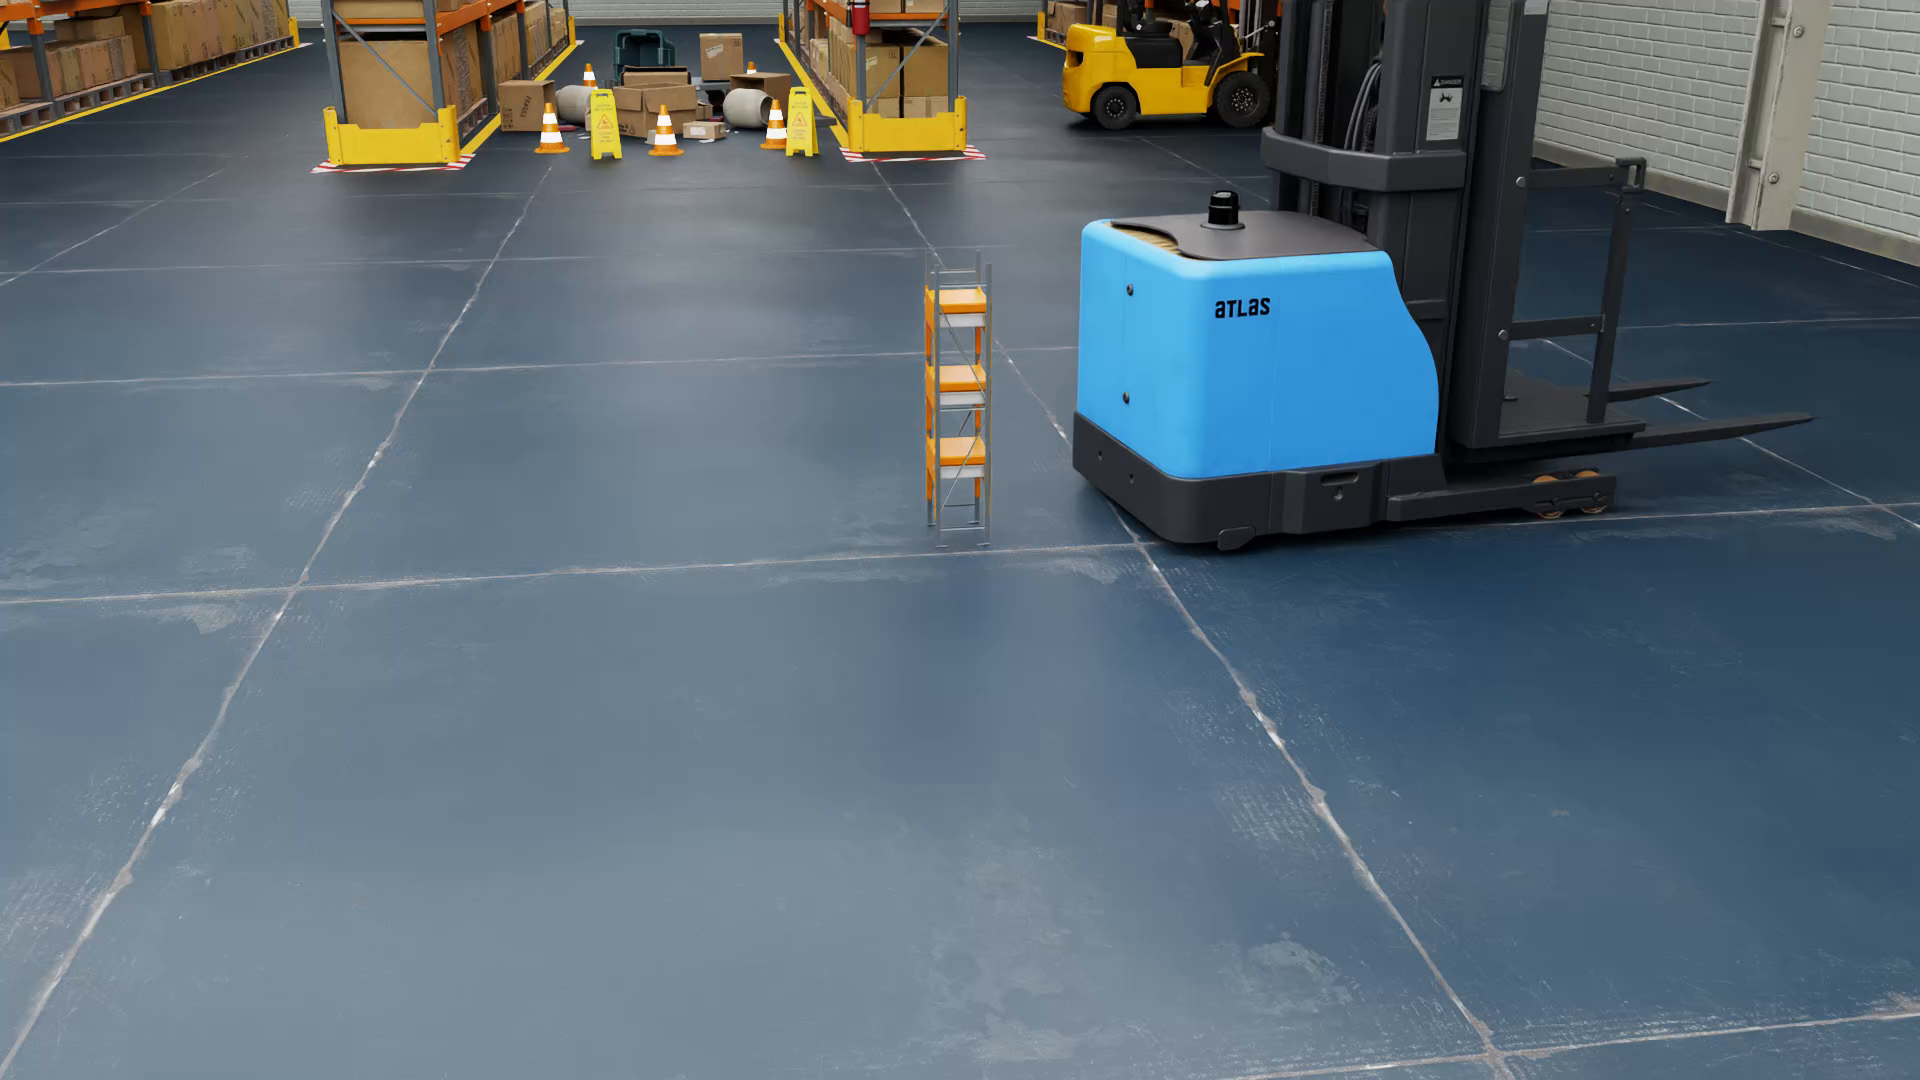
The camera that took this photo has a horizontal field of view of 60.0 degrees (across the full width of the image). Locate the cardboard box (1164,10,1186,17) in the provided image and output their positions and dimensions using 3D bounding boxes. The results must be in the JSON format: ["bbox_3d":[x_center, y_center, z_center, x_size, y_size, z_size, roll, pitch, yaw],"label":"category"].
[{"bbox_3d":[3.343,-8.050,25.527,0.380,0.149,0.250,-3,21,-7],"label":"cardboard box"}]

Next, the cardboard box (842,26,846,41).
[{"bbox_3d":[-1.047,-5.366,17.627,0.380,0.149,0.250,-3,21,-7],"label":"cardboard box"}]

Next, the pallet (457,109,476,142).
[{"bbox_3d":[-5.770,-4.430,17.777,1.003,0.211,1.213,-3,21,-8],"label":"pallet"}]

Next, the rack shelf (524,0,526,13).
[{"bbox_3d":[-6.847,-8.168,24.825,1.077,0.370,4.000,-3,21,-8],"label":"rack shelf"}]

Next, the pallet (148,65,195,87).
[{"bbox_3d":[-11.520,-6.567,23.498,1.003,0.211,1.213,-3,21,-8],"label":"pallet"}]

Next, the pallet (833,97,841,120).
[{"bbox_3d":[-0.966,-5.175,19.770,1.003,0.211,1.213,-3,21,-8],"label":"pallet"}]

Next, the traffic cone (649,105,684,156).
[{"bbox_3d":[-2.909,-4.049,16.395,0.336,0.463,0.334,-3,21,-8],"label":"traffic cone"}]

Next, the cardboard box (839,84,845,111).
[{"bbox_3d":[-1.052,-4.863,18.278,0.500,0.250,0.500,-4,21,-10],"label":"cardboard box"}]

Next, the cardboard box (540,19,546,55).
[{"bbox_3d":[-6.705,-7.802,25.790,0.500,0.500,0.500,-3,21,-9],"label":"cardboard box"}]

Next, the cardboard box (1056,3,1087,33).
[{"bbox_3d":[2.163,-9.630,30.684,0.700,0.500,0.500,-2,21,-6],"label":"cardboard box"}]

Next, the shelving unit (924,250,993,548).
[{"bbox_3d":[-0.008,-0.510,6.082,0.215,1.050,0.252,-3,21,-8],"label":"shelving unit"}]

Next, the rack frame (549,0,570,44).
[{"bbox_3d":[-7.712,-10.582,30.262,1.000,3.000,0.127,-3,21,-8],"label":"rack frame"}]

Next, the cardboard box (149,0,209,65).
[{"bbox_3d":[-11.681,-7.347,24.038,1.225,0.875,0.875,-3,21,-8],"label":"cardboard box"}]

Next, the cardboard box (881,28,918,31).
[{"bbox_3d":[-0.747,-5.781,19.664,0.500,0.500,0.500,-3,21,-9],"label":"cardboard box"}]

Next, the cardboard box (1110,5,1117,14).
[{"bbox_3d":[2.666,-8.651,27.136,0.380,0.149,0.250,-3,21,-9],"label":"cardboard box"}]

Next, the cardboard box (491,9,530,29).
[{"bbox_3d":[-6.418,-7.440,23.750,0.500,0.250,0.500,-4,21,-10],"label":"cardboard box"}]

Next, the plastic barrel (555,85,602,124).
[{"bbox_3d":[-4.300,-4.905,18.744,0.512,0.421,0.421,12,24,30],"label":"plastic barrel"}]

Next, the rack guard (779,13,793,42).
[{"bbox_3d":[-2.831,-9.704,31.483,1.175,0.500,0.348,-3,21,-8],"label":"rack guard"}]

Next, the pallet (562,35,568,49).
[{"bbox_3d":[-7.619,-8.966,29.921,1.003,0.211,1.213,-3,21,-8],"label":"pallet"}]

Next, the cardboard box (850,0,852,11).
[{"bbox_3d":[-0.933,-5.410,16.773,0.380,0.149,0.250,-3,21,-8],"label":"cardboard box"}]

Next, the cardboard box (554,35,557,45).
[{"bbox_3d":[-6.908,-8.293,27.606,0.380,0.149,0.250,-2,21,-6],"label":"cardboard box"}]

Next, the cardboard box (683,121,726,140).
[{"bbox_3d":[-2.709,-4.343,17.632,0.380,0.149,0.250,8,22,20],"label":"cardboard box"}]

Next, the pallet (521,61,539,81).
[{"bbox_3d":[-6.670,-6.777,24.058,1.003,0.211,1.213,-3,21,-8],"label":"pallet"}]

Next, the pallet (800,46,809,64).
[{"bbox_3d":[-2.065,-7.912,27.098,1.003,0.211,1.213,-3,21,-8],"label":"pallet"}]

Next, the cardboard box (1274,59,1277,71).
[{"bbox_3d":[3.785,-5.399,19.001,0.500,0.250,0.500,-3,21,-8],"label":"cardboard box"}]

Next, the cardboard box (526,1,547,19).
[{"bbox_3d":[-6.777,-8.329,26.130,0.500,0.250,0.500,-3,21,-9],"label":"cardboard box"}]

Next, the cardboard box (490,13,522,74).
[{"bbox_3d":[-6.560,-6.740,22.589,1.050,0.750,0.750,-3,21,-8],"label":"cardboard box"}]

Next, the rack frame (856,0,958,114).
[{"bbox_3d":[-0.521,-5.327,16.192,1.000,3.000,0.127,-3,21,-8],"label":"rack frame"}]

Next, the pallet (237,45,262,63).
[{"bbox_3d":[-12.090,-7.943,27.181,1.003,0.211,1.213,-3,21,-8],"label":"pallet"}]

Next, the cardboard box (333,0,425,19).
[{"bbox_3d":[-5.503,-5.239,15.741,0.875,0.550,0.550,-3,21,-8],"label":"cardboard box"}]

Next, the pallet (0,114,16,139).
[{"bbox_3d":[-10.594,-4.252,17.298,1.003,0.211,1.213,-3,21,-8],"label":"pallet"}]

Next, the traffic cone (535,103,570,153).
[{"bbox_3d":[-4.077,-4.109,16.557,0.336,0.463,0.334,-3,21,-8],"label":"traffic cone"}]

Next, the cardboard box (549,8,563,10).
[{"bbox_3d":[-7.385,-9.551,30.126,0.380,0.149,0.250,-3,21,-7],"label":"cardboard box"}]

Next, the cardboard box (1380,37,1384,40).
[{"bbox_3d":[4.432,-5.304,18.032,0.500,0.250,0.500,-3,21,-8],"label":"cardboard box"}]

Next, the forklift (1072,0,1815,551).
[{"bbox_3d":[2.035,-1.622,6.369,3.031,2.935,1.130,-7,21,-17],"label":"forklift"}]

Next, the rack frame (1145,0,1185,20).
[{"bbox_3d":[3.237,-8.348,24.281,1.000,3.000,0.127,-3,21,-8],"label":"rack frame"}]

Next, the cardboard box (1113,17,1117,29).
[{"bbox_3d":[2.730,-8.044,26.437,0.500,0.500,0.500,-4,21,-10],"label":"cardboard box"}]

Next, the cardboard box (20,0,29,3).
[{"bbox_3d":[-10.583,-6.035,18.446,0.380,0.149,0.250,-3,21,-8],"label":"cardboard box"}]

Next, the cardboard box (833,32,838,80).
[{"bbox_3d":[-1.191,-5.569,19.098,0.500,0.500,0.500,-2,21,-6],"label":"cardboard box"}]

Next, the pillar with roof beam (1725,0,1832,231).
[{"bbox_3d":[1.786,-6.381,10.439,9.100,9.000,0.400,-3,21,-8],"label":"pillar with roof beam"}]

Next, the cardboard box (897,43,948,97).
[{"bbox_3d":[-0.368,-4.888,17.275,0.500,0.500,0.500,-4,21,-10],"label":"cardboard box"}]

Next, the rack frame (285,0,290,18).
[{"bbox_3d":[-12.634,-10.367,29.685,1.000,3.000,0.127,-3,21,-8],"label":"rack frame"}]

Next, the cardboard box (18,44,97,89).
[{"bbox_3d":[-11.103,-5.821,20.457,0.700,0.500,0.500,-5,21,-12],"label":"cardboard box"}]

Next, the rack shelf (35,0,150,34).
[{"bbox_3d":[-11.193,-6.568,20.541,1.077,0.370,4.000,-3,21,-8],"label":"rack shelf"}]

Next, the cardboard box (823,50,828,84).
[{"bbox_3d":[-1.283,-6.108,21.438,0.950,0.372,0.625,-2,21,-4],"label":"cardboard box"}]

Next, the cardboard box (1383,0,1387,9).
[{"bbox_3d":[4.593,-5.811,17.345,0.500,0.500,0.500,-2,21,-6],"label":"cardboard box"}]

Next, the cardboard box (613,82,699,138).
[{"bbox_3d":[-3.280,-4.638,17.915,0.637,0.503,0.797,17,27,39],"label":"cardboard box"}]

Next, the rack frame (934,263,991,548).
[{"bbox_3d":[0.010,-0.468,5.969,0.200,1.050,0.008,-3,21,-8],"label":"rack frame"}]

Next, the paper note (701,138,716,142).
[{"bbox_3d":[-2.627,-4.163,17.319,0.148,0.019,0.142,-11,23,-26],"label":"paper note"}]

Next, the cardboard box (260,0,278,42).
[{"bbox_3d":[-12.332,-9.036,28.558,0.875,0.875,0.875,-3,21,-8],"label":"cardboard box"}]

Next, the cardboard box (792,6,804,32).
[{"bbox_3d":[-2.634,-9.640,30.800,0.875,0.438,0.875,-4,21,-10],"label":"cardboard box"}]
